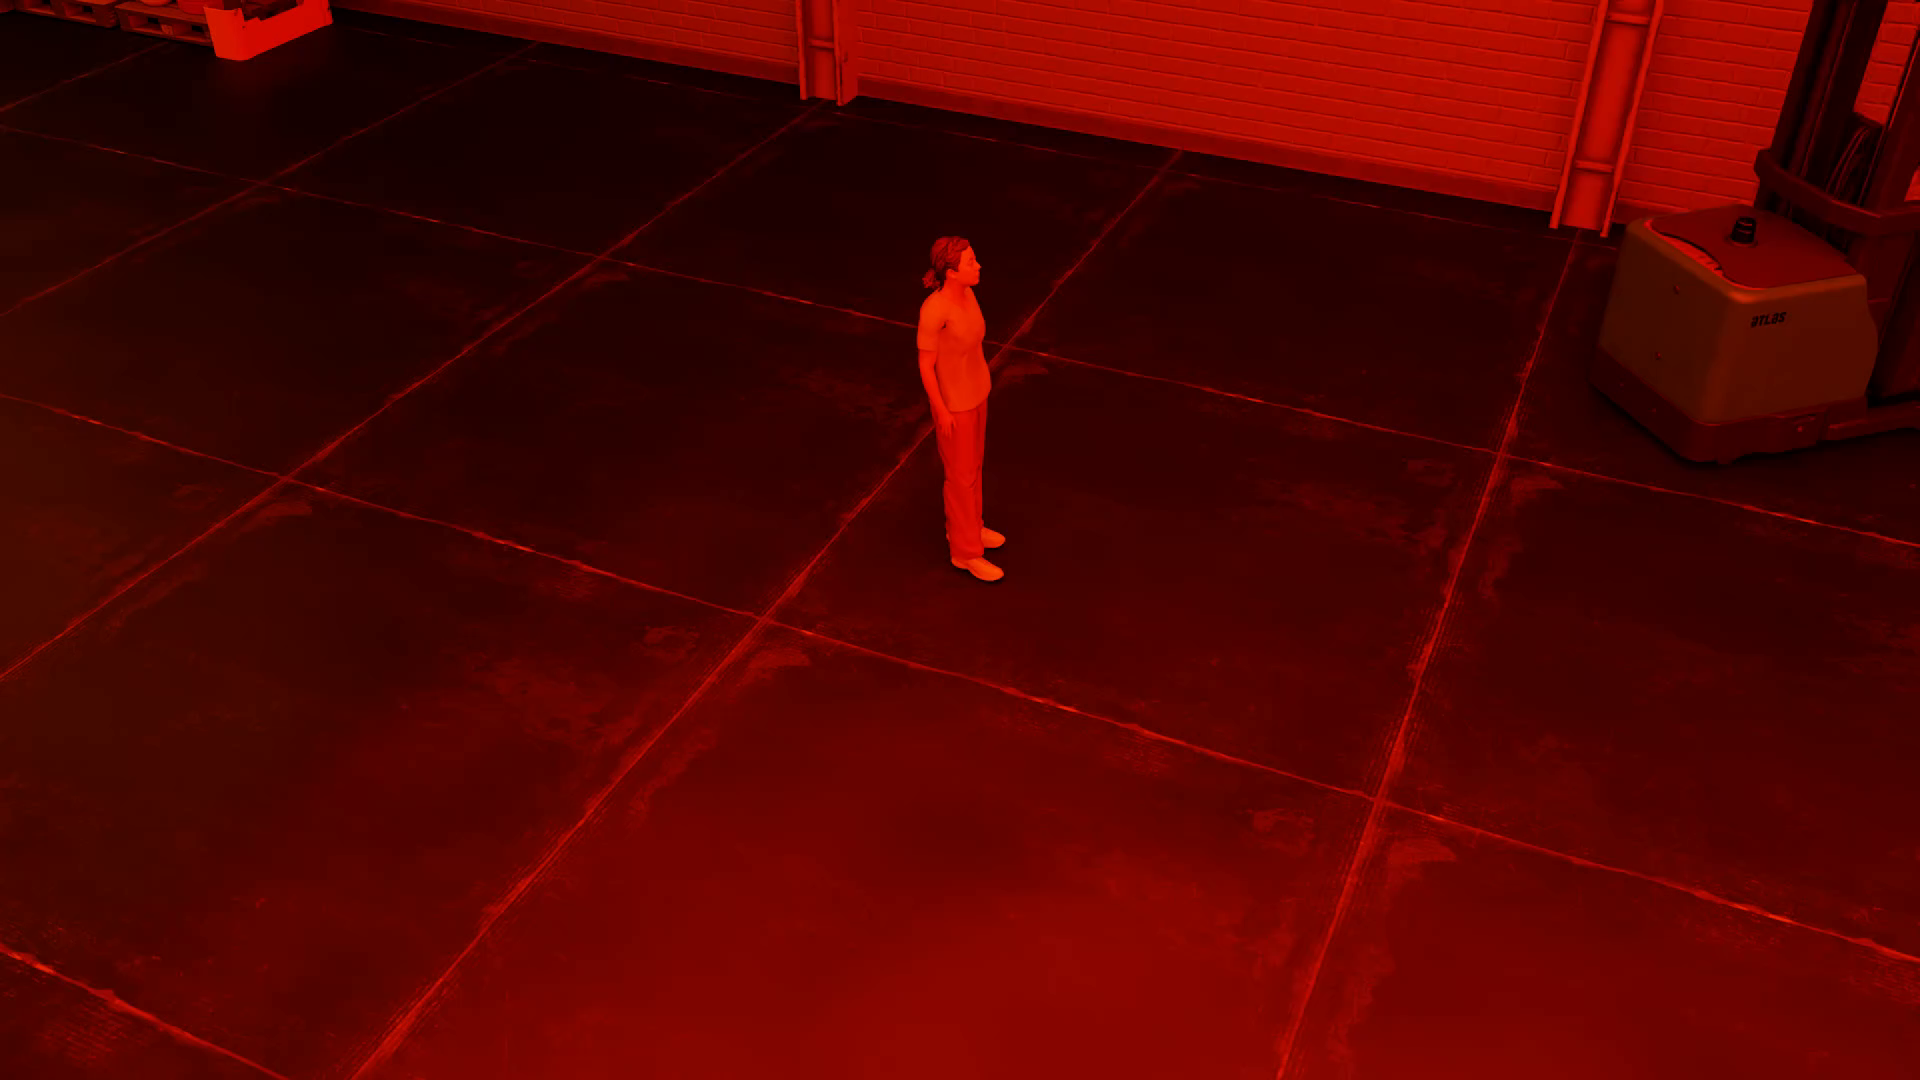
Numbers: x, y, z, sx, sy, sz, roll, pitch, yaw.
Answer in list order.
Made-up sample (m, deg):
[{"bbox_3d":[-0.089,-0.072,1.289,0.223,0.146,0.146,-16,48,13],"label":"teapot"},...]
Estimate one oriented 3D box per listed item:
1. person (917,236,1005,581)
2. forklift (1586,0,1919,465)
[{"bbox_3d":[0.062,-0.665,8.087,0.549,1.675,0.555,15,38,20],"label":"person"},{"bbox_3d":[5.274,-2.095,9.023,3.031,2.935,1.130,-10,37,-14],"label":"forklift"}]
